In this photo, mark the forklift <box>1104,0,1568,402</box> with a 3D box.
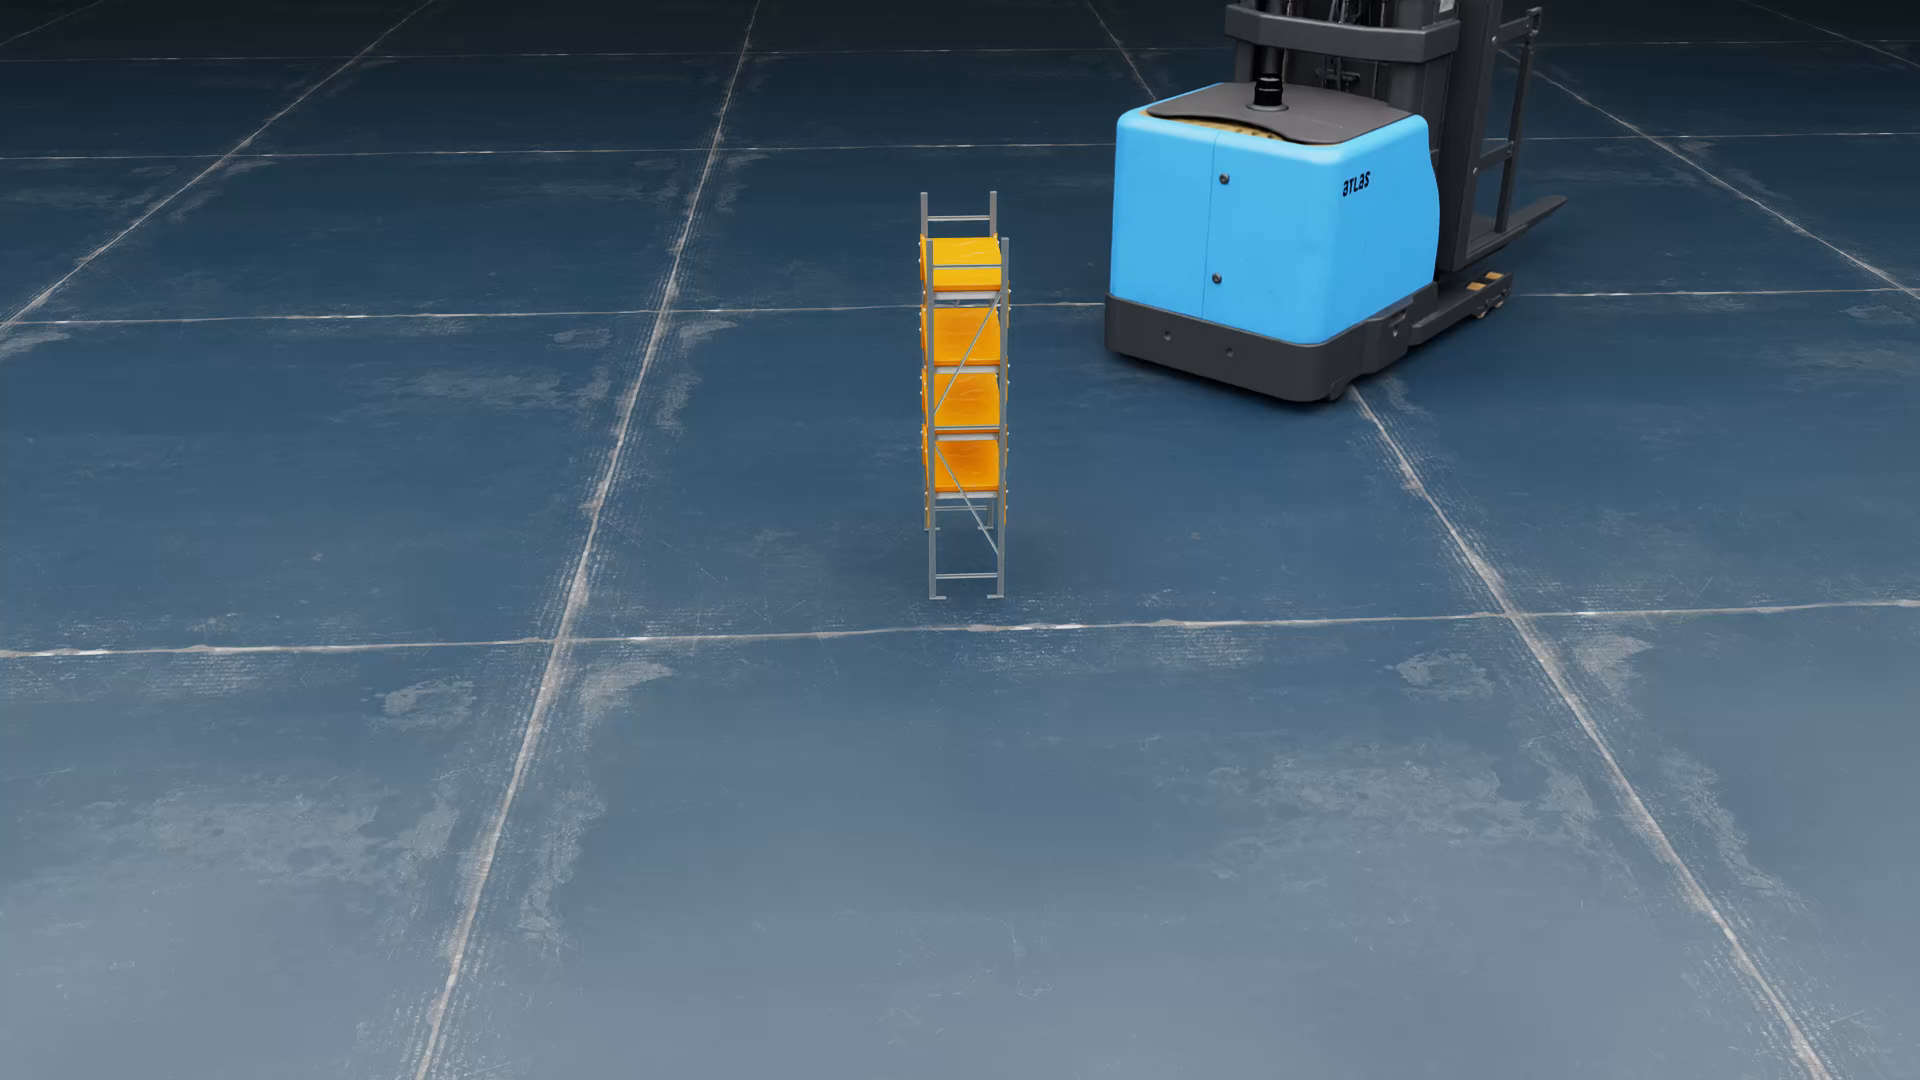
[{"bbox_3d":[1.955,-2.459,7.296,1.130,2.935,3.031,21,34,35],"label":"forklift"}]

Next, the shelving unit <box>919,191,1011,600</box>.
[{"bbox_3d":[0.009,-0.456,5.326,0.258,1.200,0.503,-1,28,-3],"label":"shelving unit"}]

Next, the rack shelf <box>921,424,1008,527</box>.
[{"bbox_3d":[0.009,-0.220,5.449,0.258,0.148,0.480,-1,28,-3],"label":"rack shelf"}]

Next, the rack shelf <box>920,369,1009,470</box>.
[{"bbox_3d":[0.009,-0.396,5.357,0.258,0.148,0.480,-1,28,-3],"label":"rack shelf"}]

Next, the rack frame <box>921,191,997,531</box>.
[{"bbox_3d":[-0.004,-0.568,5.542,0.240,1.200,0.015,-1,28,-3],"label":"rack frame"}]

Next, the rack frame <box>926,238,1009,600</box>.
[{"bbox_3d":[0.021,-0.343,5.110,0.240,1.200,0.015,-1,28,-3],"label":"rack frame"}]

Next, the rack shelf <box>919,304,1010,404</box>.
[{"bbox_3d":[0.009,-0.594,5.254,0.258,0.148,0.480,-1,28,-3],"label":"rack shelf"}]

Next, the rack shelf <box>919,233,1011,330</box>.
[{"bbox_3d":[0.009,-0.804,5.144,0.258,0.148,0.480,-1,28,-3],"label":"rack shelf"}]
